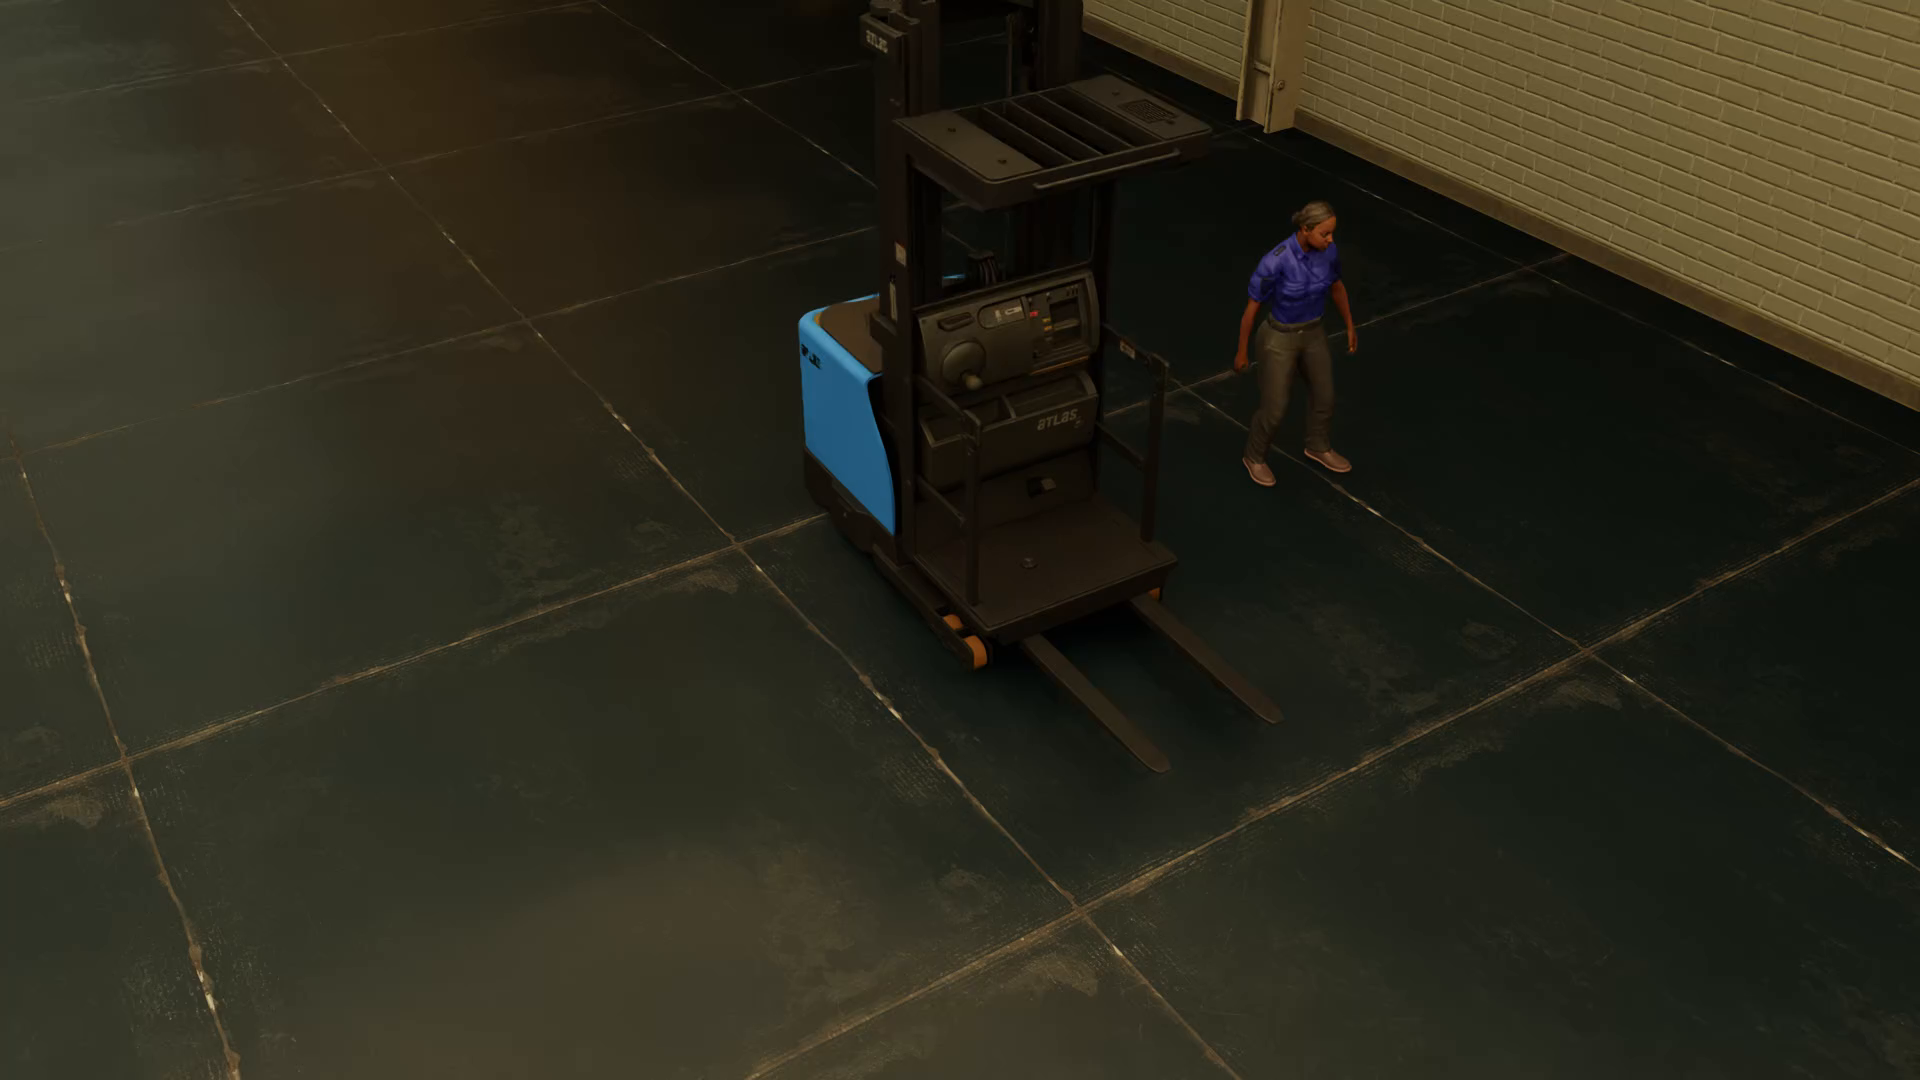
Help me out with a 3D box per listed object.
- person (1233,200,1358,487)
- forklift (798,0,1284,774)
[{"bbox_3d":[1.791,-1.047,8.773,0.725,1.632,0.361,-16,38,-21],"label":"person"},{"bbox_3d":[0.343,-0.890,7.414,1.130,2.935,3.031,-19,39,-25],"label":"forklift"}]
